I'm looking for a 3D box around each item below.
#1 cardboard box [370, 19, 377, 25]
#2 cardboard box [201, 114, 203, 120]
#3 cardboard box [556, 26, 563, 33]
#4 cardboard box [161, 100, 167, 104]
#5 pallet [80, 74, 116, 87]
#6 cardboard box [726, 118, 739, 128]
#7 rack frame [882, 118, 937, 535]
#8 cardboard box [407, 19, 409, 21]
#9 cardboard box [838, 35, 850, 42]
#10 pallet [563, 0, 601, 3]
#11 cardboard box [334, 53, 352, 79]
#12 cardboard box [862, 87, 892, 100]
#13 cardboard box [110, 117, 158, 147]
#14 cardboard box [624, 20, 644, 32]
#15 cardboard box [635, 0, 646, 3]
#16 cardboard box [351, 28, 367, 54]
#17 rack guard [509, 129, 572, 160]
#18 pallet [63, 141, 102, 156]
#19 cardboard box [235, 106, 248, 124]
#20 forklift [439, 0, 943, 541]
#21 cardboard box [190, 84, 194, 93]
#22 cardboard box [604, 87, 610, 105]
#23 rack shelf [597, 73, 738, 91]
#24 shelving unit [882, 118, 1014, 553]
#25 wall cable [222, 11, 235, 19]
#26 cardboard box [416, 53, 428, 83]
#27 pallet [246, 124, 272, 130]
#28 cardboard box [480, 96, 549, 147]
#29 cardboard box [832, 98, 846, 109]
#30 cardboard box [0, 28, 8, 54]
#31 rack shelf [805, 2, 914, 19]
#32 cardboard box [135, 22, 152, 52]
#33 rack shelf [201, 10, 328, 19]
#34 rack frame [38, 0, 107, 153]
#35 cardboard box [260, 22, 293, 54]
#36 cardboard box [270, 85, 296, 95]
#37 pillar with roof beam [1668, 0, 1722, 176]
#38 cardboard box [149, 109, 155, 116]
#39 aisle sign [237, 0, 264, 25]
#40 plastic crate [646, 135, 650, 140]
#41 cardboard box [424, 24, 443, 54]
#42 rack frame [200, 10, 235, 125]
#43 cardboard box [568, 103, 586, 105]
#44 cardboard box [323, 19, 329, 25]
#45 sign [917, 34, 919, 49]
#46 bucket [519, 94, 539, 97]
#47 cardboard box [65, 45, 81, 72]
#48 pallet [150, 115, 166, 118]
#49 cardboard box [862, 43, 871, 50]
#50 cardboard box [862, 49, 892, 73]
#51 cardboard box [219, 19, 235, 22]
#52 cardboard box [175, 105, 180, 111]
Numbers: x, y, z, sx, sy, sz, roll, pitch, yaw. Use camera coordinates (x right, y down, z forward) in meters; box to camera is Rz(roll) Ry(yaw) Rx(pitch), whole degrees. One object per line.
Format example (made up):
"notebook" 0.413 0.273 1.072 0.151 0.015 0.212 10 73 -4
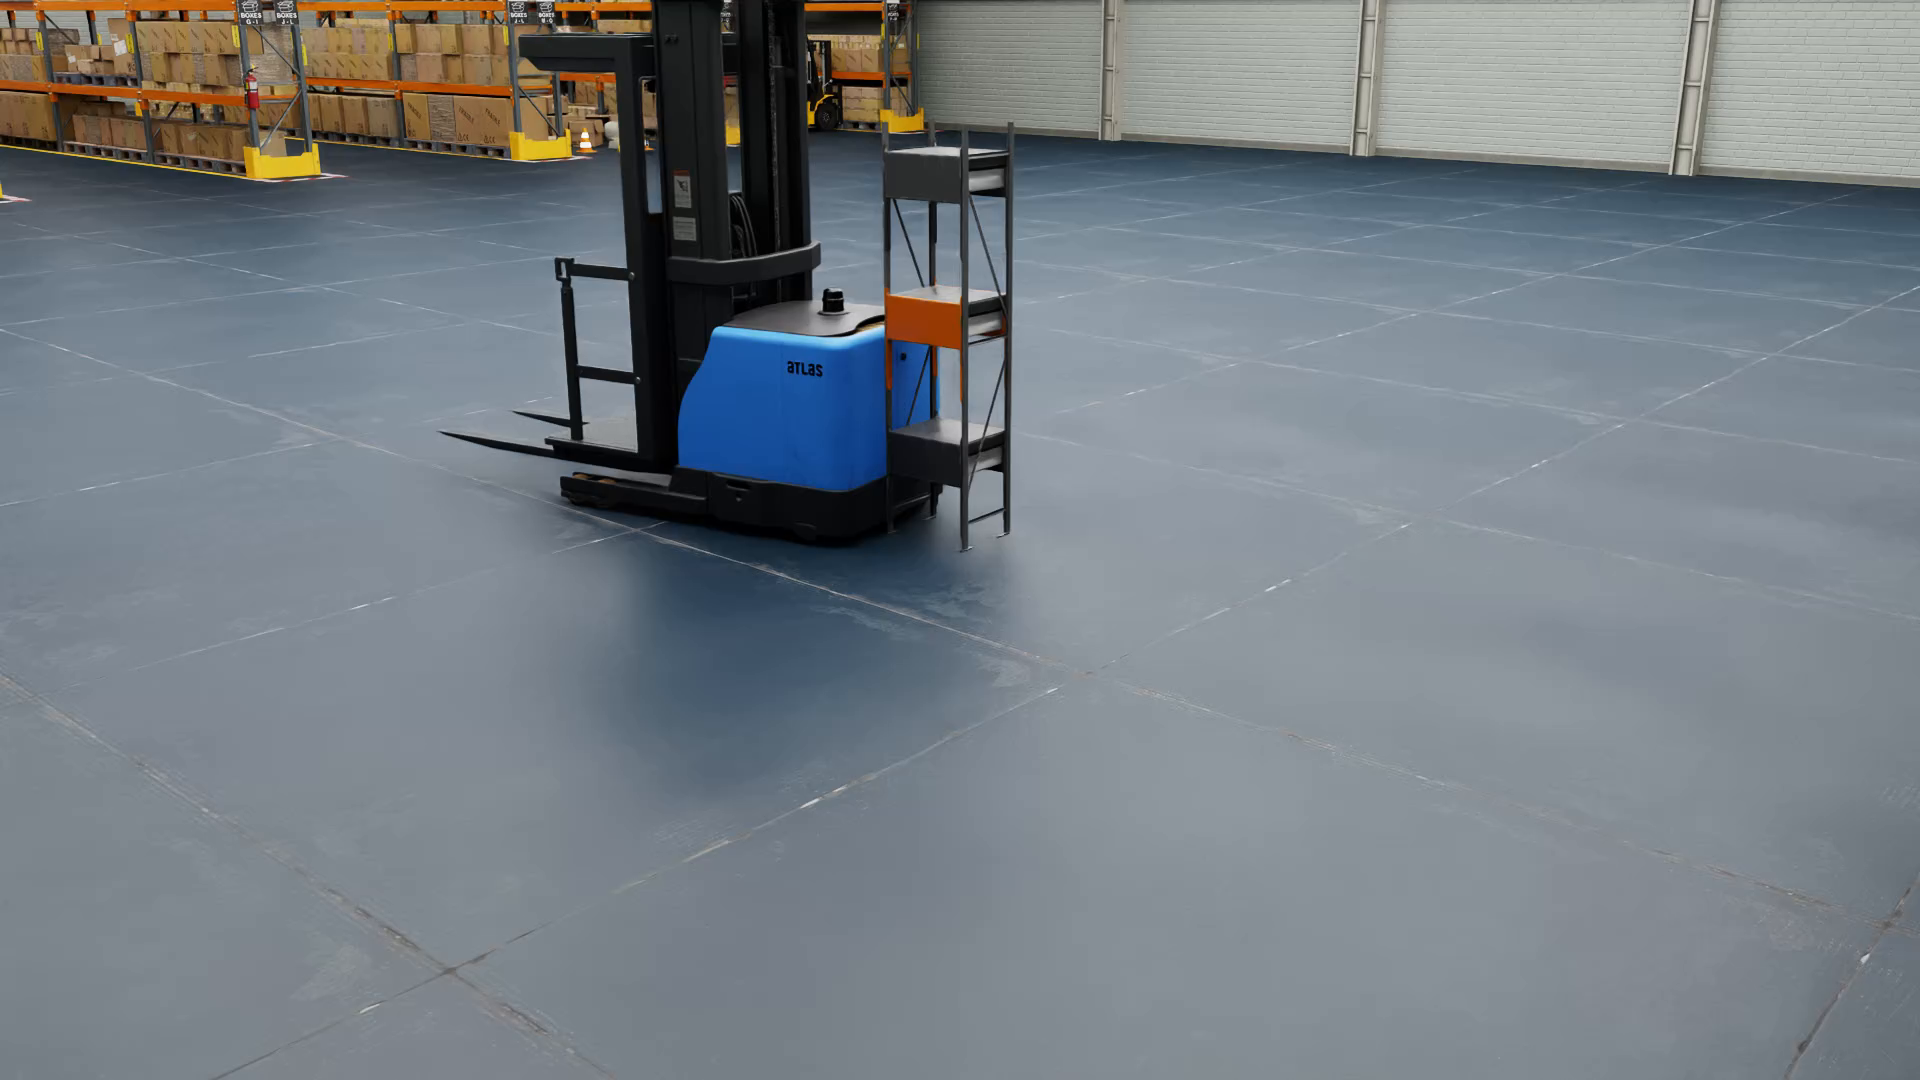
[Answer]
"cardboard box" -14.779 -13.184 42.306 0.250 0.149 0.380 15 23 39
"cardboard box" -17.729 -9.955 39.038 0.250 0.149 0.380 14 22 37
"cardboard box" -8.876 -11.462 37.345 0.250 0.149 0.380 14 22 37
"cardboard box" -19.025 -10.609 40.118 0.250 0.149 0.380 14 22 37
"pallet" -15.698 -8.617 31.123 1.213 0.211 1.003 15 23 39
"cardboard box" -5.064 -8.847 35.381 0.500 0.250 0.500 15 23 39
"rack frame" -0.253 -1.074 8.524 0.015 2.100 0.400 13 22 35
"cardboard box" -13.886 -13.146 42.184 0.250 0.149 0.380 15 23 40
"cardboard box" -2.584 -11.562 38.357 0.250 0.149 0.380 16 23 41
"pallet" -8.027 -12.024 36.893 1.003 0.211 1.213 15 23 39
"cardboard box" -12.551 -9.792 34.342 0.500 0.500 0.500 15 23 39
"cardboard box" -1.904 -10.245 38.132 0.500 0.250 0.500 16 24 41
"cardboard box" -15.422 -7.653 31.171 0.500 0.500 0.700 13 22 35
"cardboard box" -6.726 -10.850 35.532 0.500 0.500 0.700 14 23 38
"cardboard box" -6.660 -11.449 35.186 0.250 0.149 0.380 14 23 38
"cardboard box" -11.985 -10.223 34.047 0.500 0.500 0.700 15 23 40
"rack guard" -7.837 -7.396 31.091 0.348 0.500 1.175 15 23 39
"pallet" -16.622 -7.611 32.244 1.213 0.211 1.003 15 23 39
"cardboard box" -16.056 -9.697 37.645 0.500 0.500 0.500 16 24 42
"forklift" -1.631 -1.695 9.108 3.031 2.935 1.130 10 20 28
"cardboard box" -12.905 -7.725 28.409 0.250 0.149 0.380 15 23 39
"cardboard box" -9.340 -11.921 44.654 0.500 0.500 0.500 14 22 38
"rack shelf" -6.140 -9.792 35.695 4.000 0.370 1.077 15 23 39
"shelving unit" -0.059 -1.029 8.383 0.503 2.100 0.431 13 22 35
"wall cable" -20.844 -14.572 47.836 0.123 1.953 0.585 15 23 39
"cardboard box" -10.136 -9.291 32.680 0.550 0.550 0.875 15 23 39
"pallet" -15.330 -9.272 37.479 1.213 0.211 1.003 15 23 39
"cardboard box" -8.406 -7.901 31.368 0.875 0.875 0.875 15 23 40
"cardboard box" -2.692 -10.214 38.861 0.500 0.250 0.500 14 23 38
"cardboard box" -19.209 -10.159 33.841 0.637 0.503 0.797 15 23 40
"rack shelf" -2.848 -12.345 38.783 4.000 0.370 1.077 15 23 39
"cardboard box" -14.046 -8.812 29.110 0.500 0.500 0.500 15 23 39
"rack shelf" -15.334 -11.687 36.710 4.000 0.370 1.077 15 23 39
"rack frame" -17.206 -9.097 32.318 0.127 3.000 1.000 15 23 39
"cardboard box" -11.453 -8.329 27.587 0.500 0.500 0.500 15 23 39
"cardboard box" -11.277 -7.482 27.645 0.250 0.149 0.380 15 23 39
"pillar with roof beam" 9.330 -9.472 23.581 0.400 9.000 9.100 15 23 39
"cardboard box" -19.642 -10.469 40.659 0.250 0.149 0.380 16 23 40
"aisle sign" -11.375 -8.650 26.610 0.004 0.787 0.394 15 23 39
"plastic crate" -7.006 -8.644 35.716 0.583 0.080 0.402 7 19 21
"cardboard box" -9.792 -9.677 32.110 0.550 0.550 0.875 15 23 39
"rack frame" -16.830 -11.002 38.320 0.127 3.000 1.000 15 23 39
"cardboard box" -9.091 -9.871 38.407 0.625 0.372 0.950 16 24 41
"cardboard box" -16.530 -13.645 43.757 0.250 0.149 0.380 16 23 40
"sign" -0.980 -11.431 38.111 0.005 0.325 0.100 15 23 39
"bucket" -9.214 -9.054 35.082 0.726 0.611 0.620 -9 10 -27
"cardboard box" -16.775 -9.246 31.926 0.500 0.500 0.500 12 21 33
"pallet" -19.181 -10.290 40.686 1.213 0.211 1.003 15 23 39
"cardboard box" -2.009 -11.264 37.909 0.250 0.149 0.380 16 23 40
"cardboard box" -1.895 -10.944 37.971 0.500 0.500 0.500 14 23 38
"cardboard box" -17.006 -11.814 38.568 0.500 0.500 0.500 16 23 41
"cardboard box" -18.579 -10.375 39.872 0.250 0.149 0.380 17 24 42
